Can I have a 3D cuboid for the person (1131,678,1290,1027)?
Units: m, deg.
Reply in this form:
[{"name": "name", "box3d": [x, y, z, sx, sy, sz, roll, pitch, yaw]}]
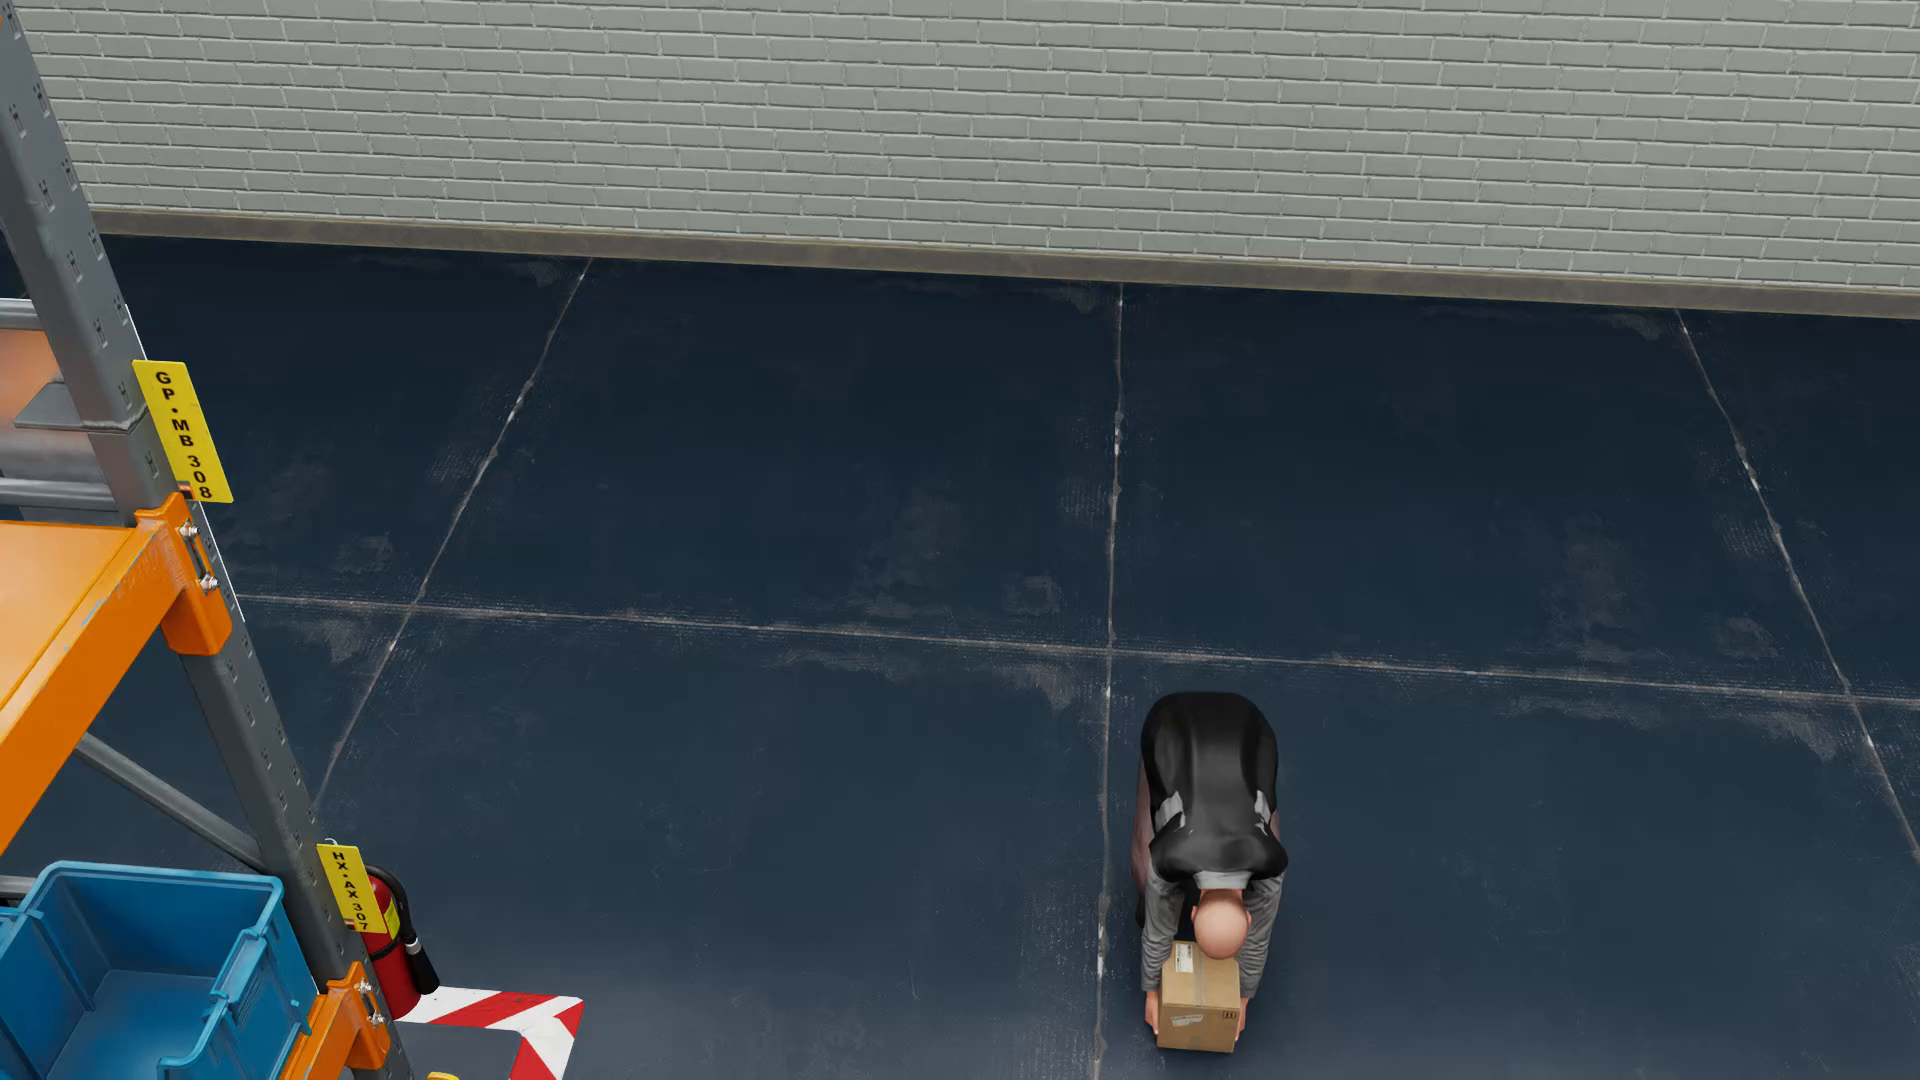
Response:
[{"name": "person", "box3d": [0.825, 1.040, 5.489, 0.505, 1.001, 0.946, 1, 40, 2]}]
